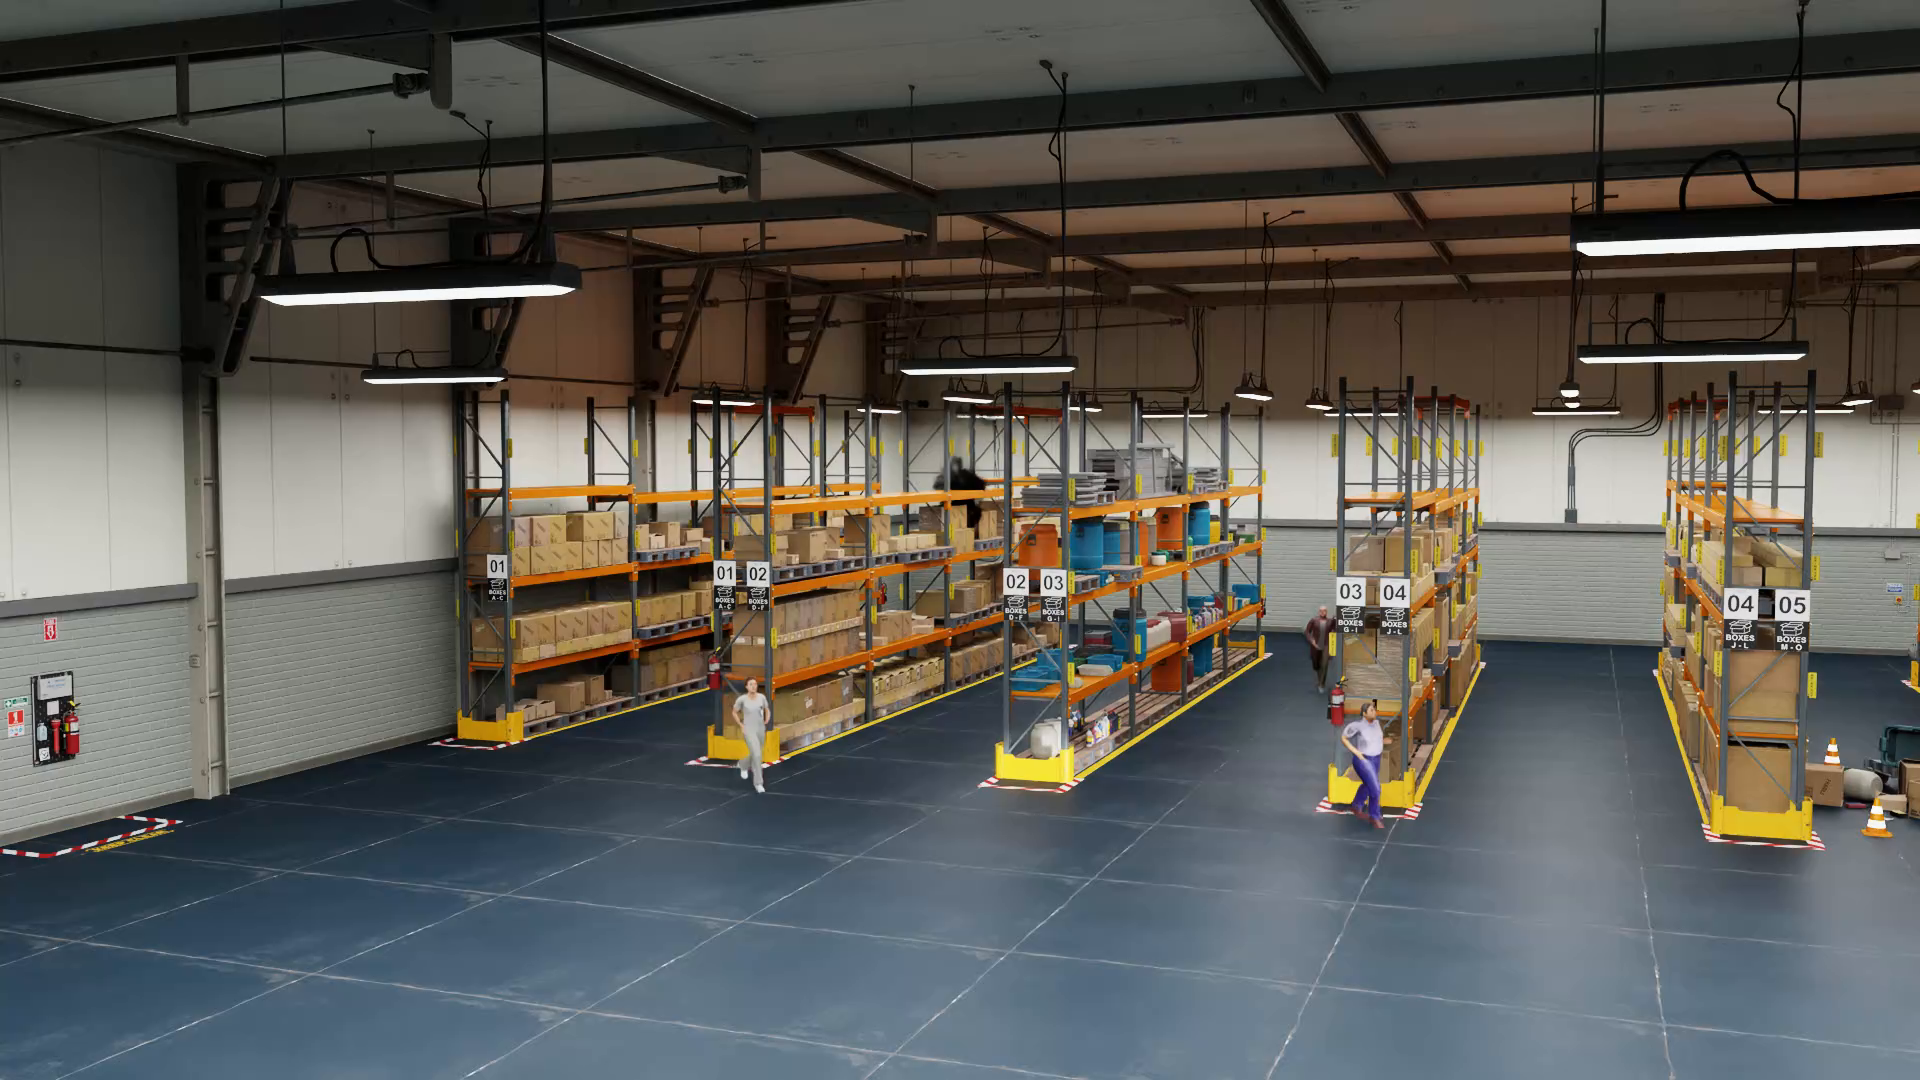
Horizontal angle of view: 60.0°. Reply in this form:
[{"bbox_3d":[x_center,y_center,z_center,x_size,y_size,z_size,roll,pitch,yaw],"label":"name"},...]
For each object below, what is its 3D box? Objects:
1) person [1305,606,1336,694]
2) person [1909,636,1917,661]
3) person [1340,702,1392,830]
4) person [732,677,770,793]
[{"bbox_3d":[7.499,2.252,34.492,0.690,1.772,1.118,1,3,19],"label":"person"},{"bbox_3d":[20.978,2.194,36.196,0.630,1.660,0.558,-2,4,-38],"label":"person"},{"bbox_3d":[5.366,2.994,21.981,0.602,1.698,0.714,-3,4,-40],"label":"person"},{"bbox_3d":[-3.043,2.836,24.444,0.563,1.666,0.752,-2,4,-32],"label":"person"}]
